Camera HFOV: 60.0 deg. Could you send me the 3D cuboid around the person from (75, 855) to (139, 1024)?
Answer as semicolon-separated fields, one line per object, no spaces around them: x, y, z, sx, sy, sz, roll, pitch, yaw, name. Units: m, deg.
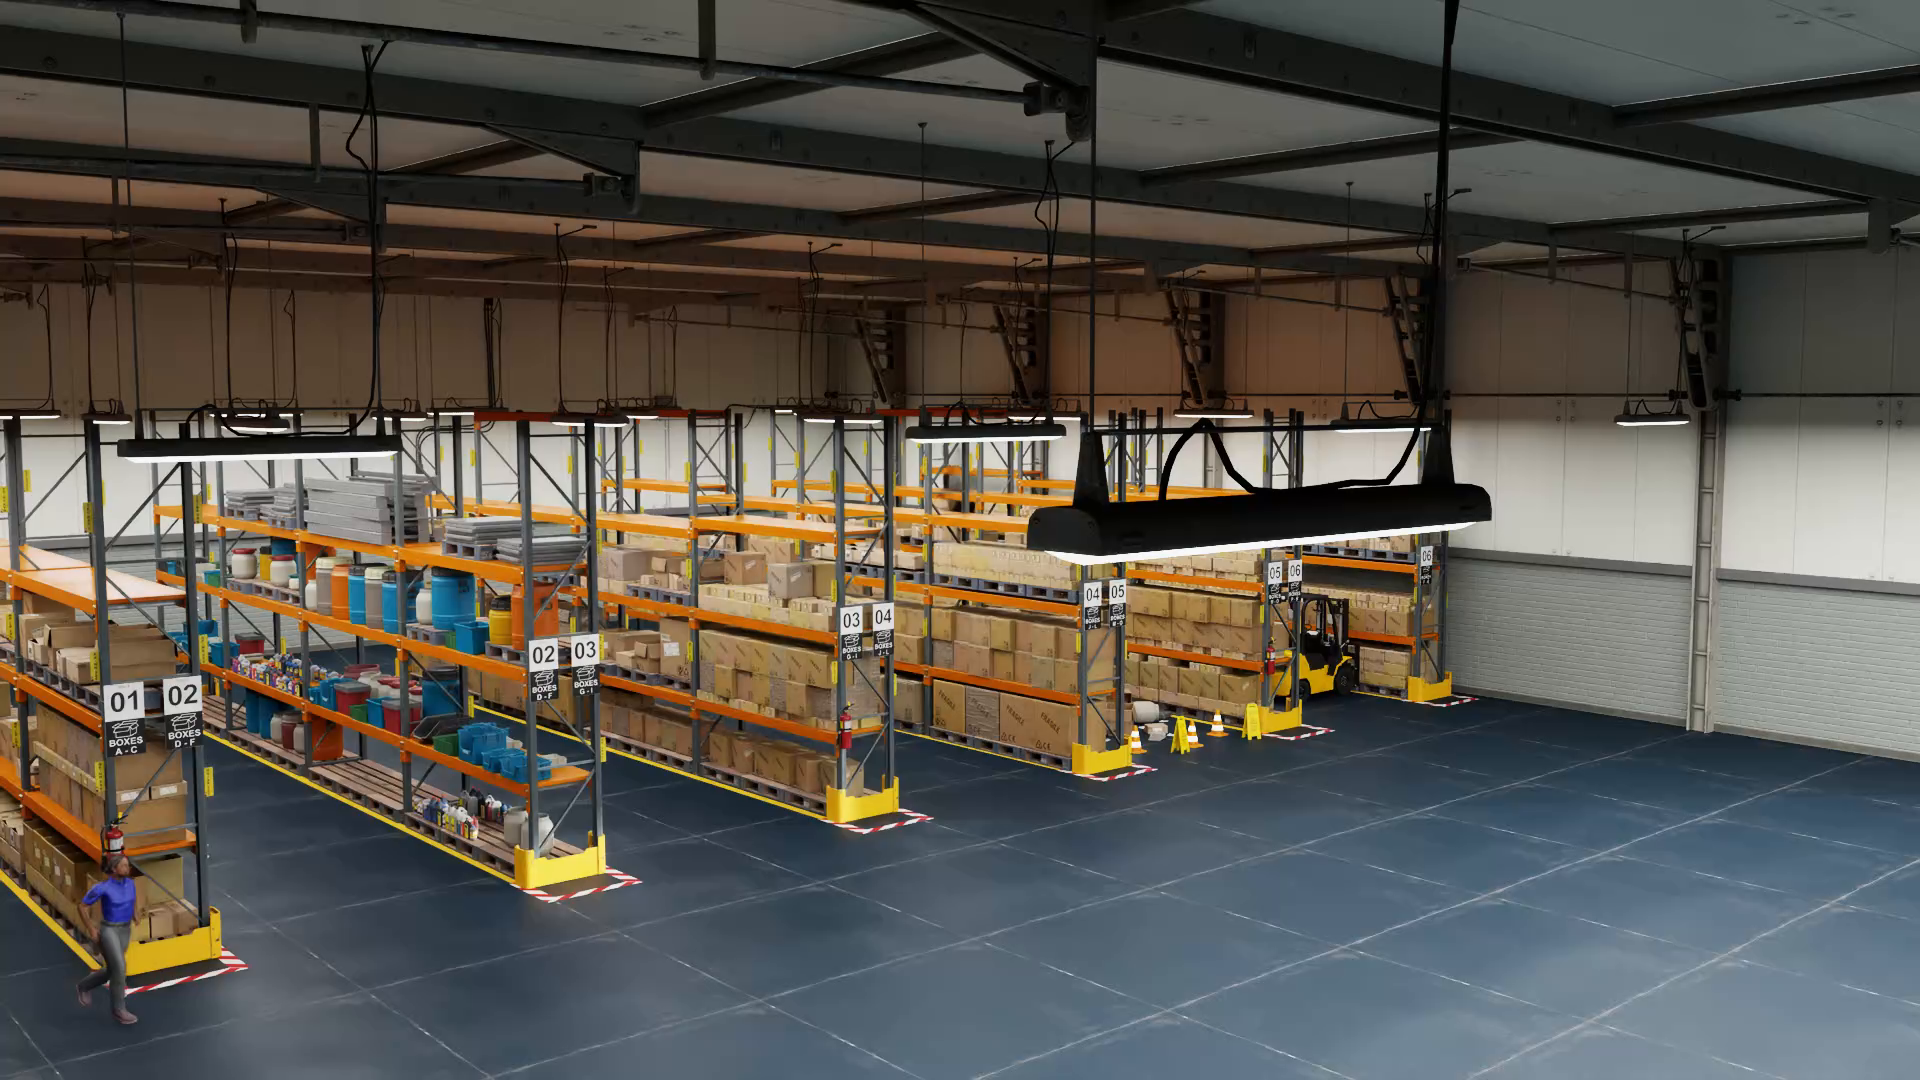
-8.660;4.035;17.001;0.848;1.628;0.624;2;5;18;person
